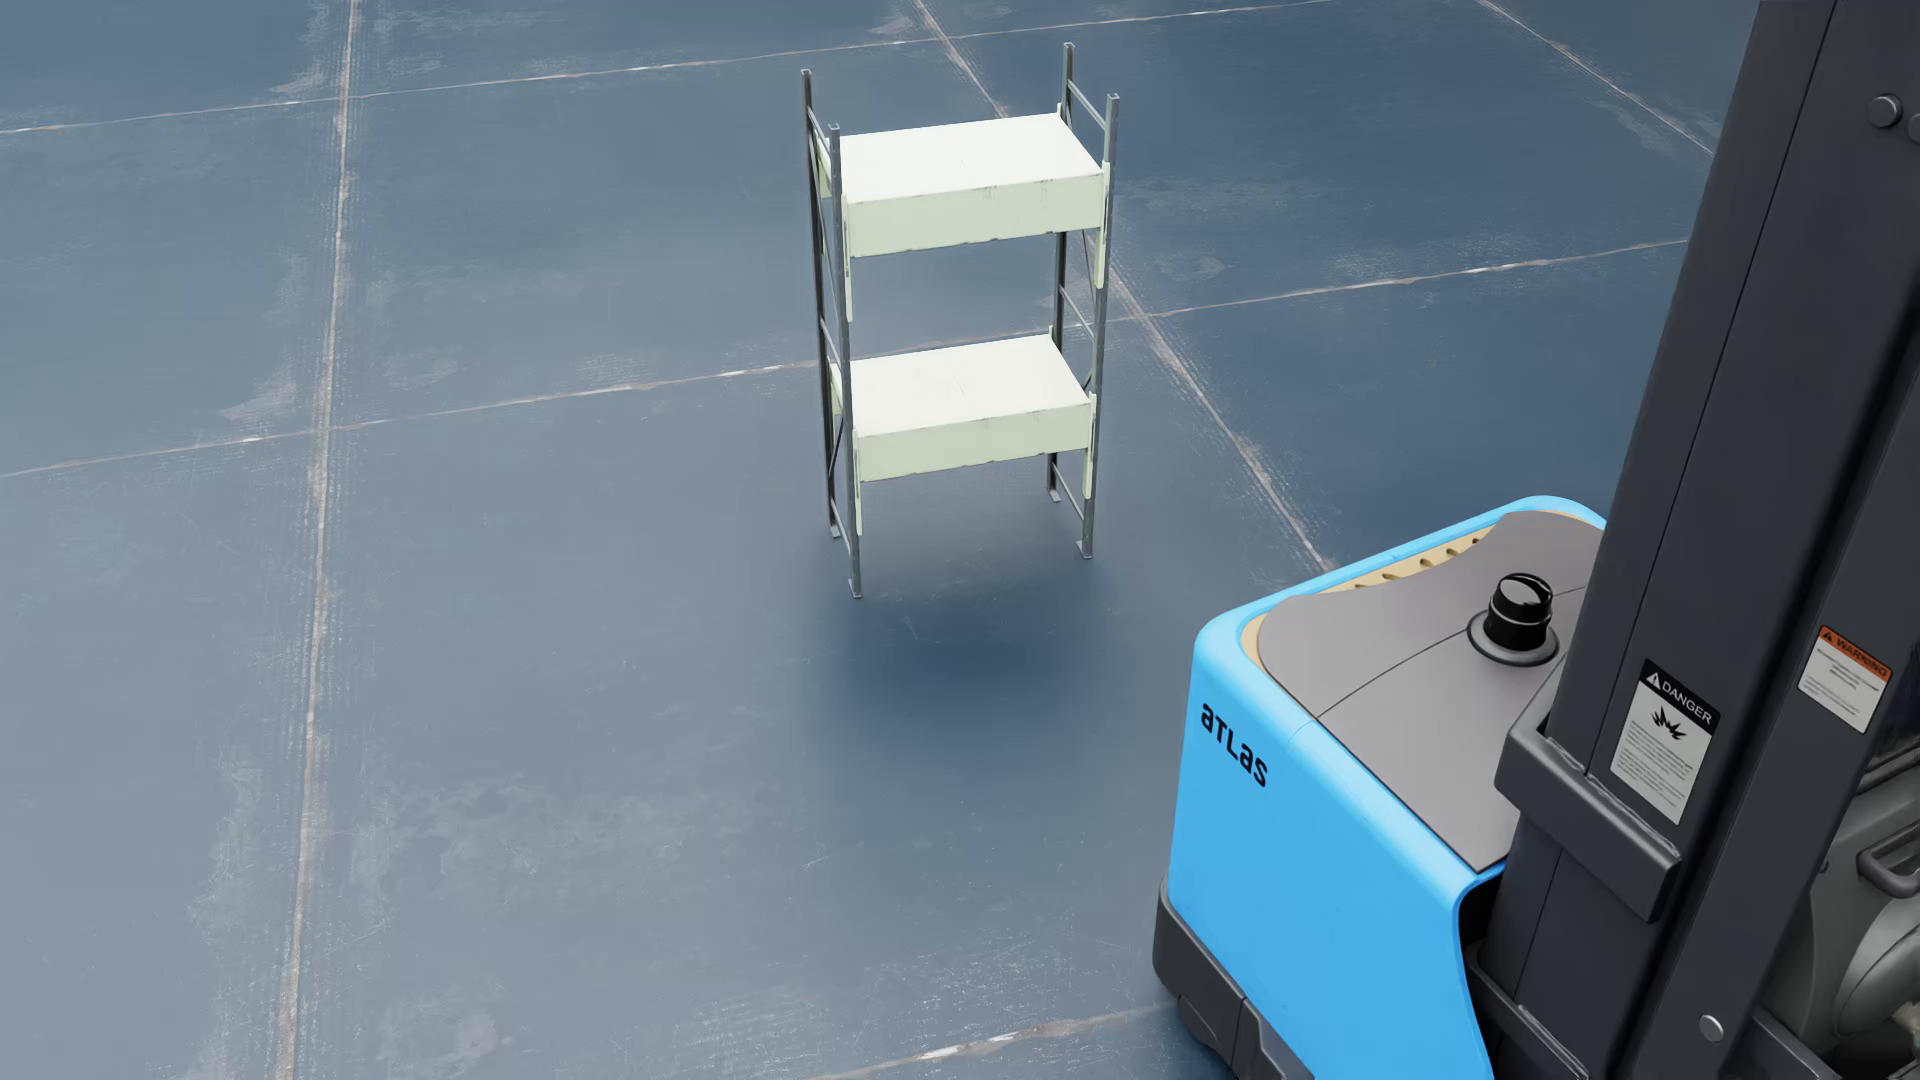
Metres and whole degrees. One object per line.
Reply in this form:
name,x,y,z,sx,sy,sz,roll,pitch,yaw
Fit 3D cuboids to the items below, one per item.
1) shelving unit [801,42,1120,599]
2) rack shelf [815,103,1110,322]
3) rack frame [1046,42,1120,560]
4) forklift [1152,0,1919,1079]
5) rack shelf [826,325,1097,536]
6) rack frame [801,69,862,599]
shelving unit,-0.006,-0.595,4.793,0.755,1.500,0.431,-9,38,-12
rack shelf,-0.006,-0.905,4.556,0.720,0.370,0.431,-9,38,-12
rack frame,0.347,-0.653,4.869,0.023,1.500,0.400,-9,38,-12
forklift,1.600,0.494,2.192,1.130,2.935,3.031,-19,41,-23
rack shelf,-0.006,-0.336,4.991,0.720,0.370,0.431,-9,38,-12
rack frame,-0.360,-0.537,4.717,0.023,1.500,0.400,-9,38,-12
